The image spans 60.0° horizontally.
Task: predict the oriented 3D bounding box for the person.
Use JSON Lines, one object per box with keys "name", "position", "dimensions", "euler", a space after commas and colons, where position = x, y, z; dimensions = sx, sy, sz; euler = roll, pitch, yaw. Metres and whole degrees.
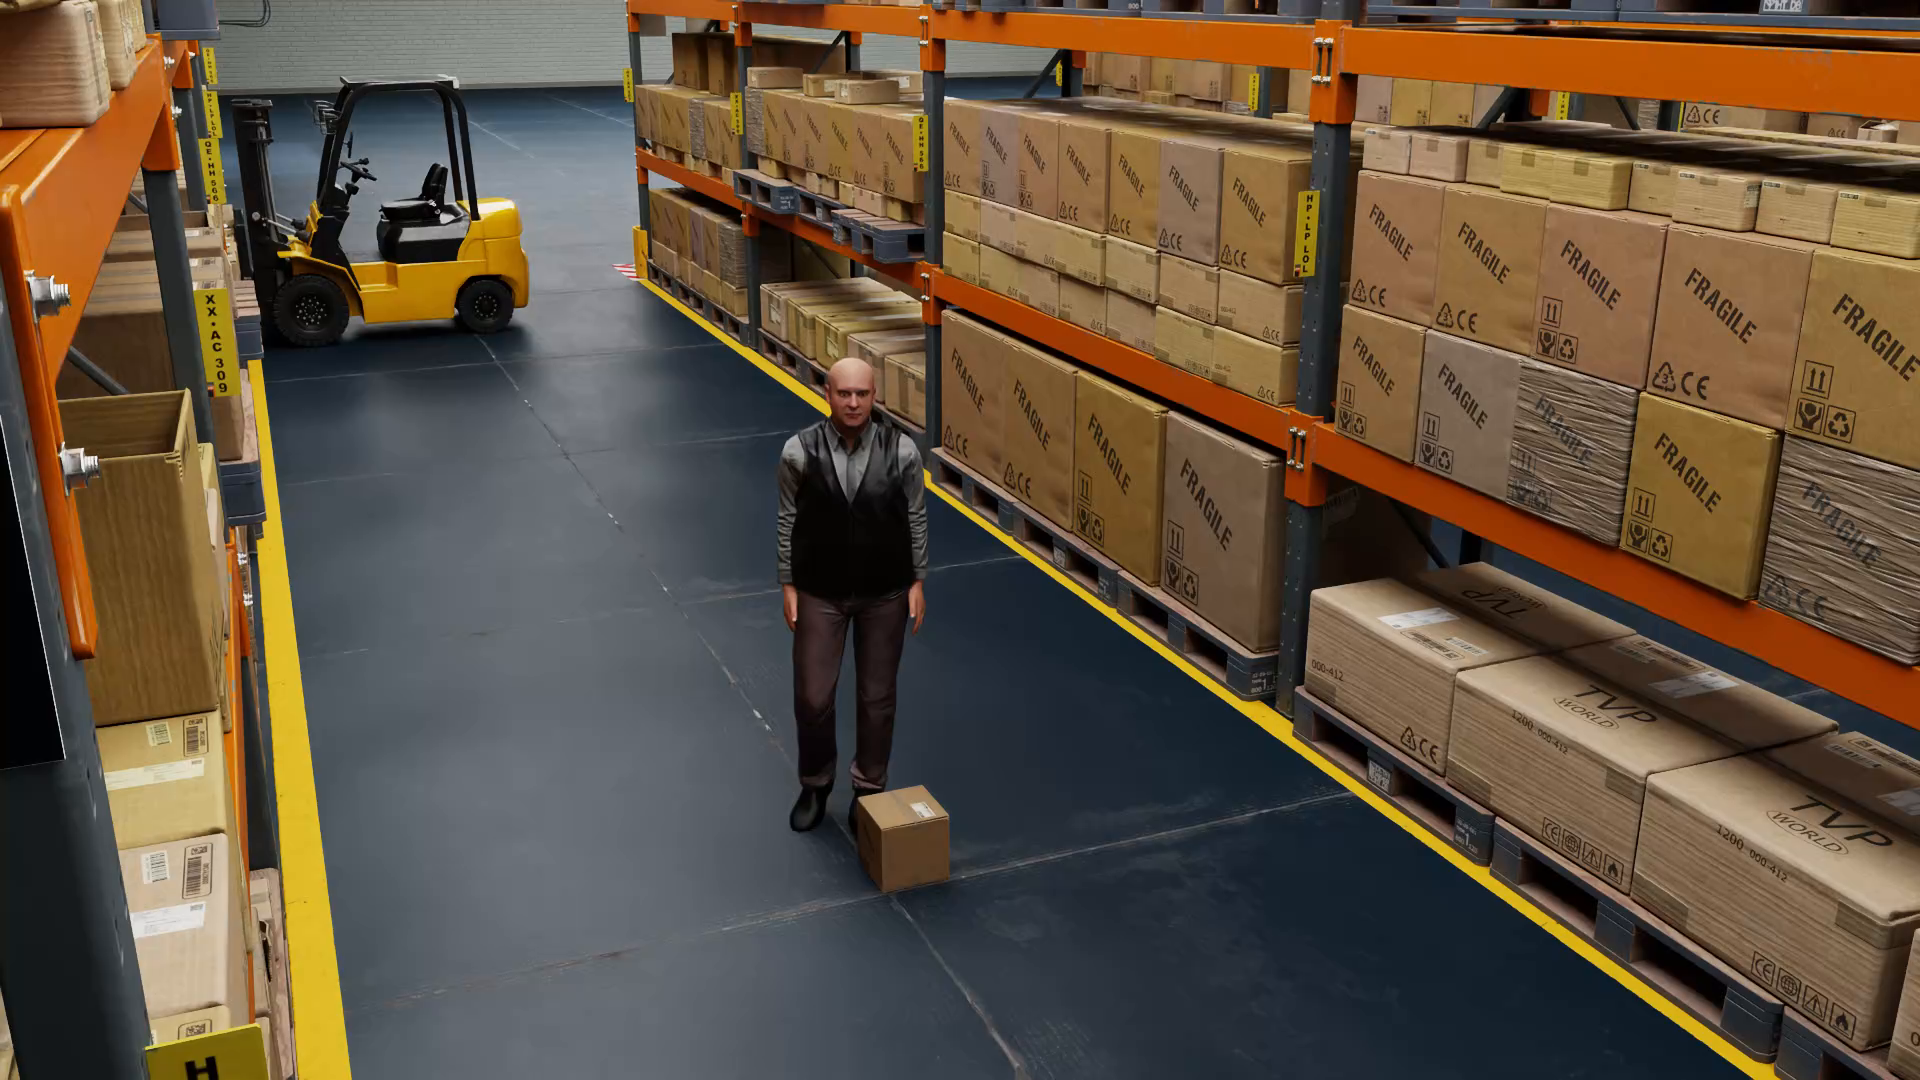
{"name": "person", "position": [-0.381, 0.219, 5.974], "dimensions": [0.545, 1.750, 0.394], "euler": [-2, 19, -6]}
